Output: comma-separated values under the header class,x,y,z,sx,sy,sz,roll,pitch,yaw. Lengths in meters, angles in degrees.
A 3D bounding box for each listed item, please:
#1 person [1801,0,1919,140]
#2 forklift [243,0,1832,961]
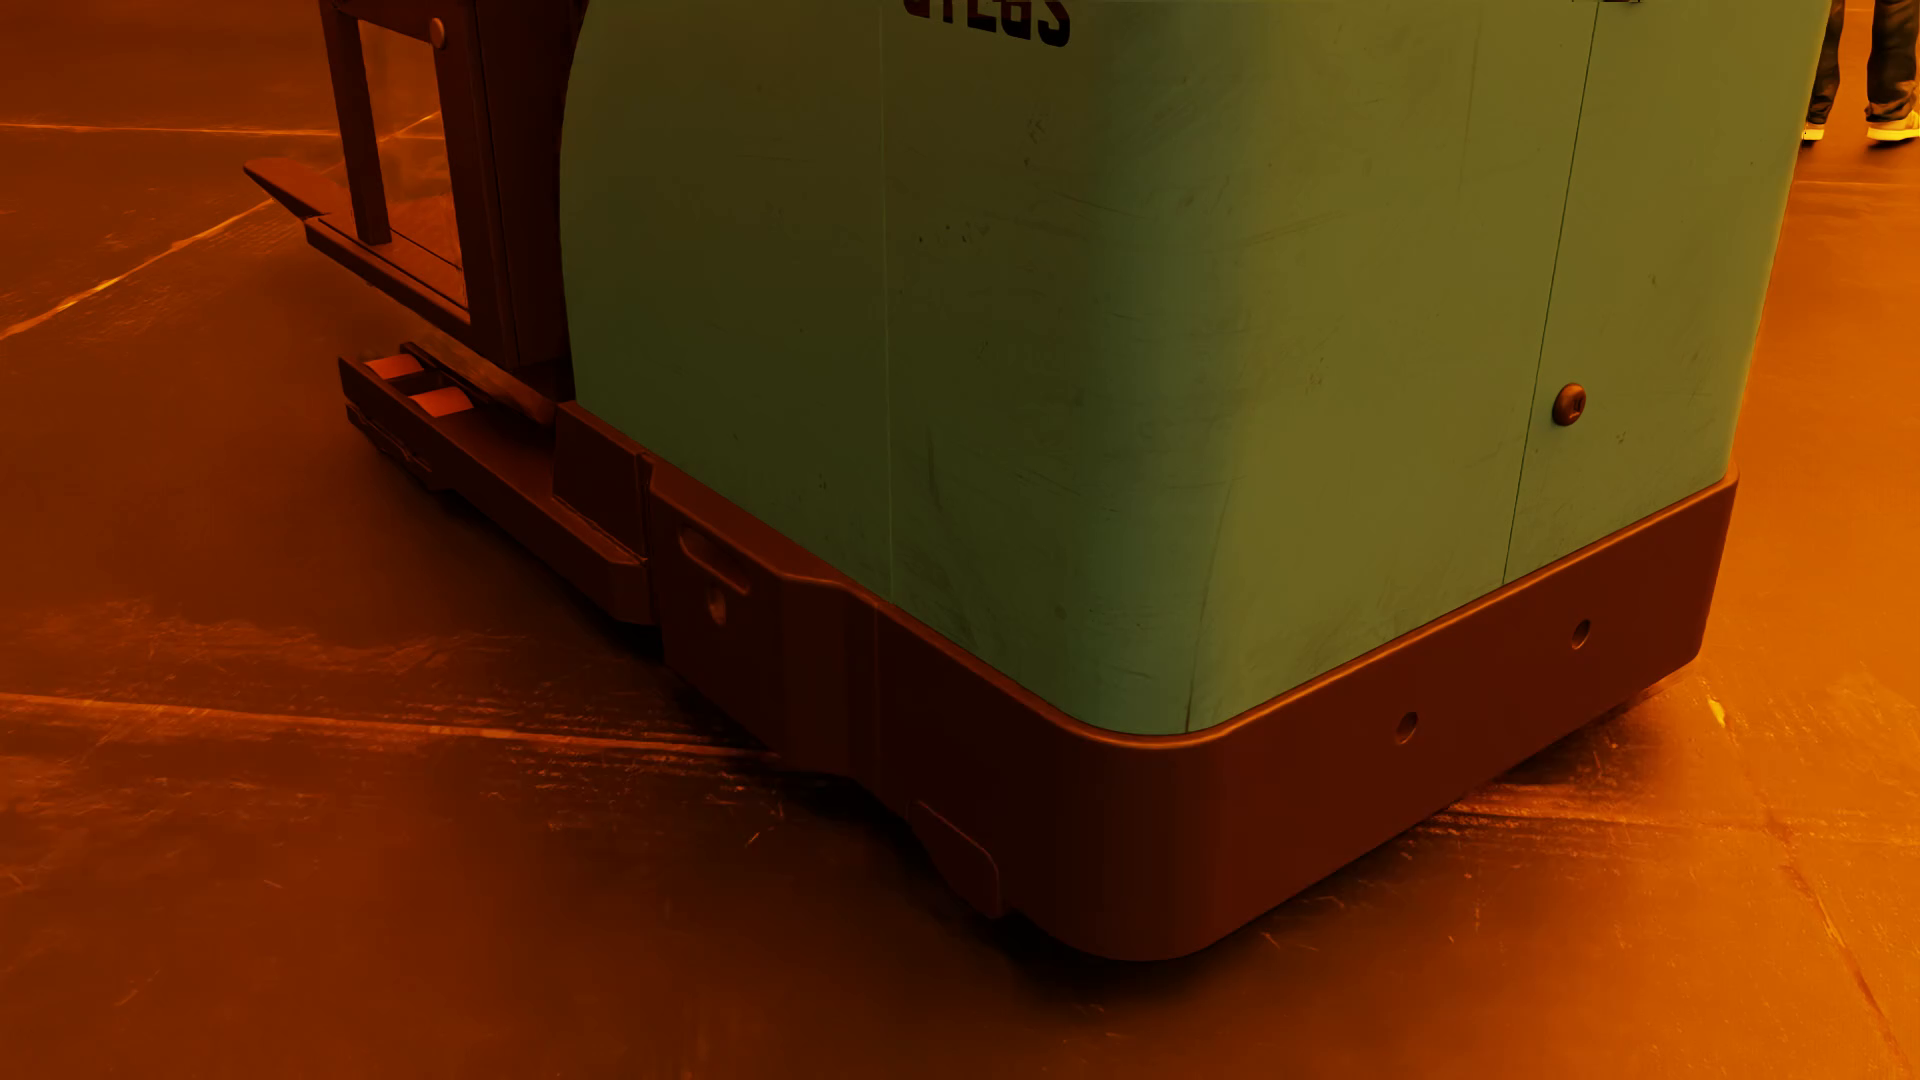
class,x,y,z,sx,sy,sz,roll,pitch,yaw
person,2.481,-1.879,4.479,0.519,1.584,0.474,17,31,30
forklift,-0.378,-1.509,2.242,1.130,2.935,3.031,-19,32,-34
